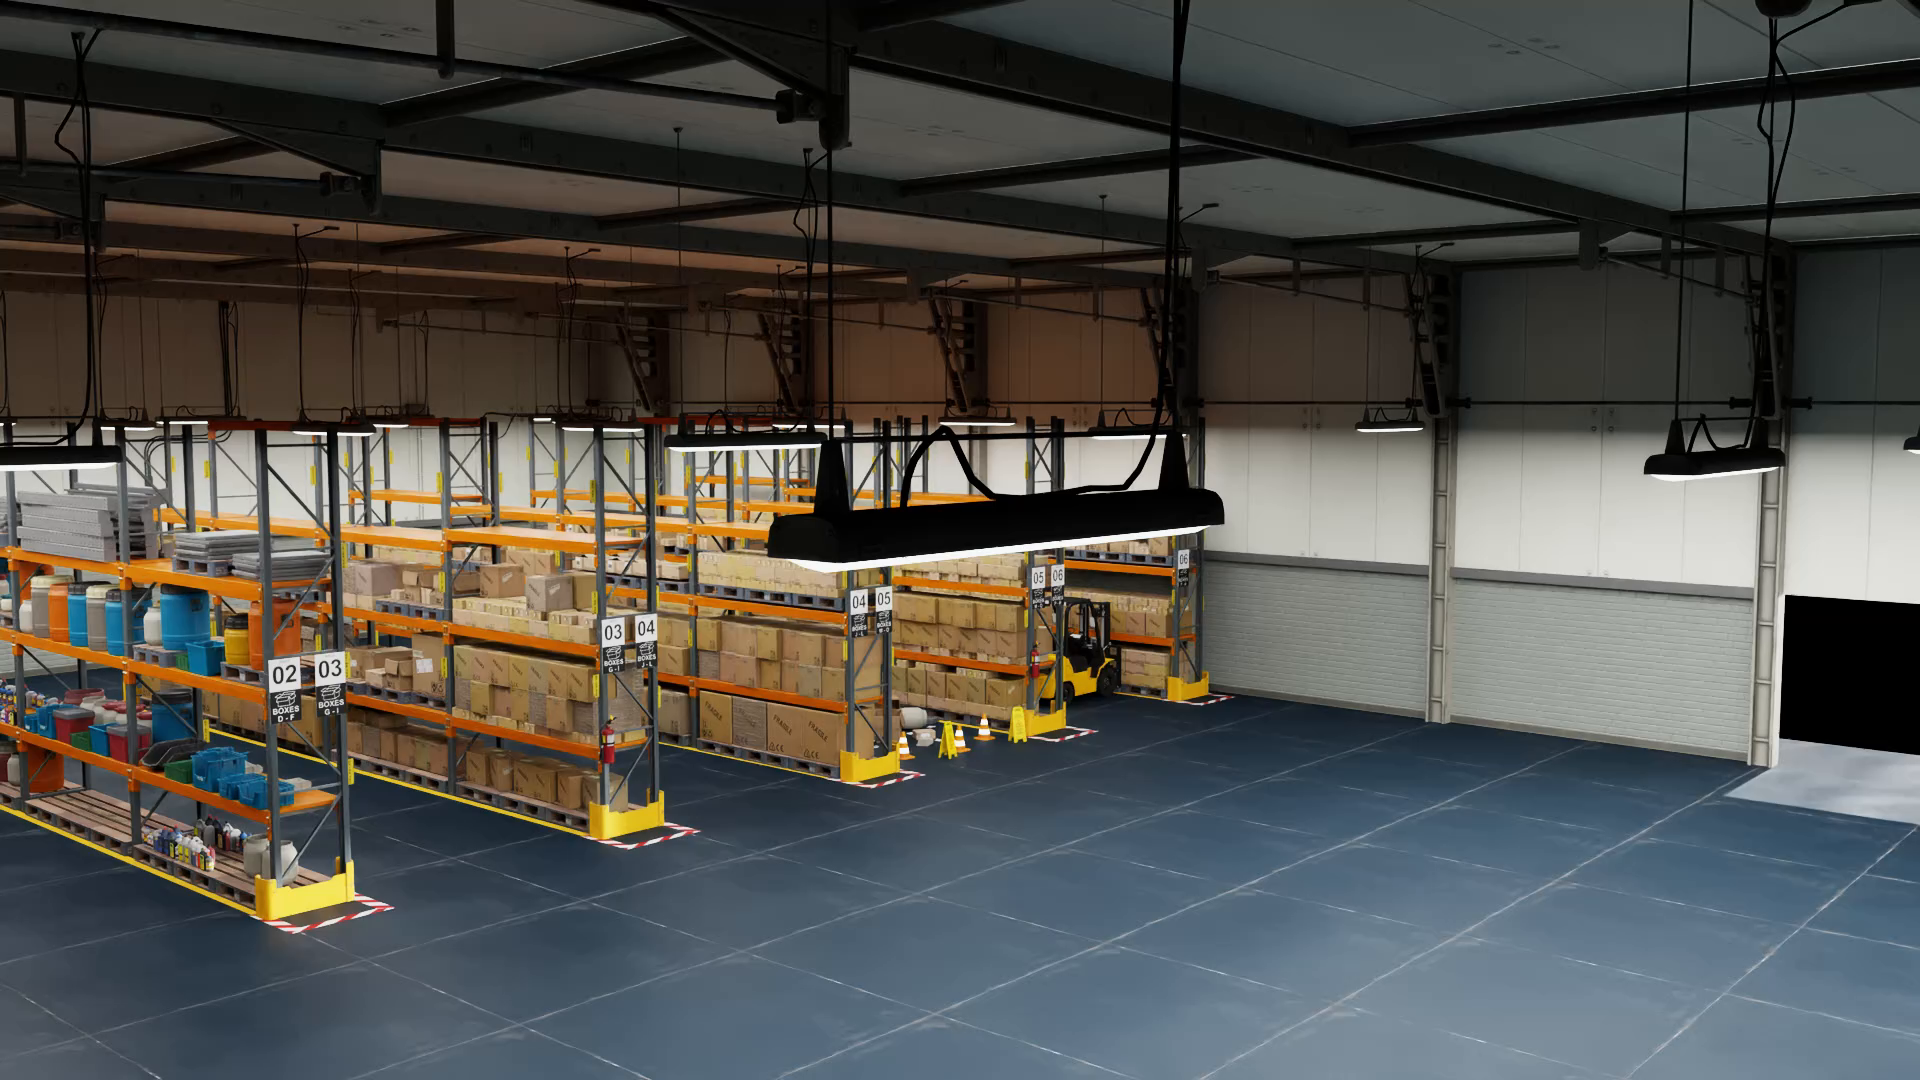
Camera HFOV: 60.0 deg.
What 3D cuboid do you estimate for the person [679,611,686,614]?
[{"bbox_3d":[-6.077,2.434,36.531,0.464,1.712,0.570,3,6,32],"label":"person"}]
